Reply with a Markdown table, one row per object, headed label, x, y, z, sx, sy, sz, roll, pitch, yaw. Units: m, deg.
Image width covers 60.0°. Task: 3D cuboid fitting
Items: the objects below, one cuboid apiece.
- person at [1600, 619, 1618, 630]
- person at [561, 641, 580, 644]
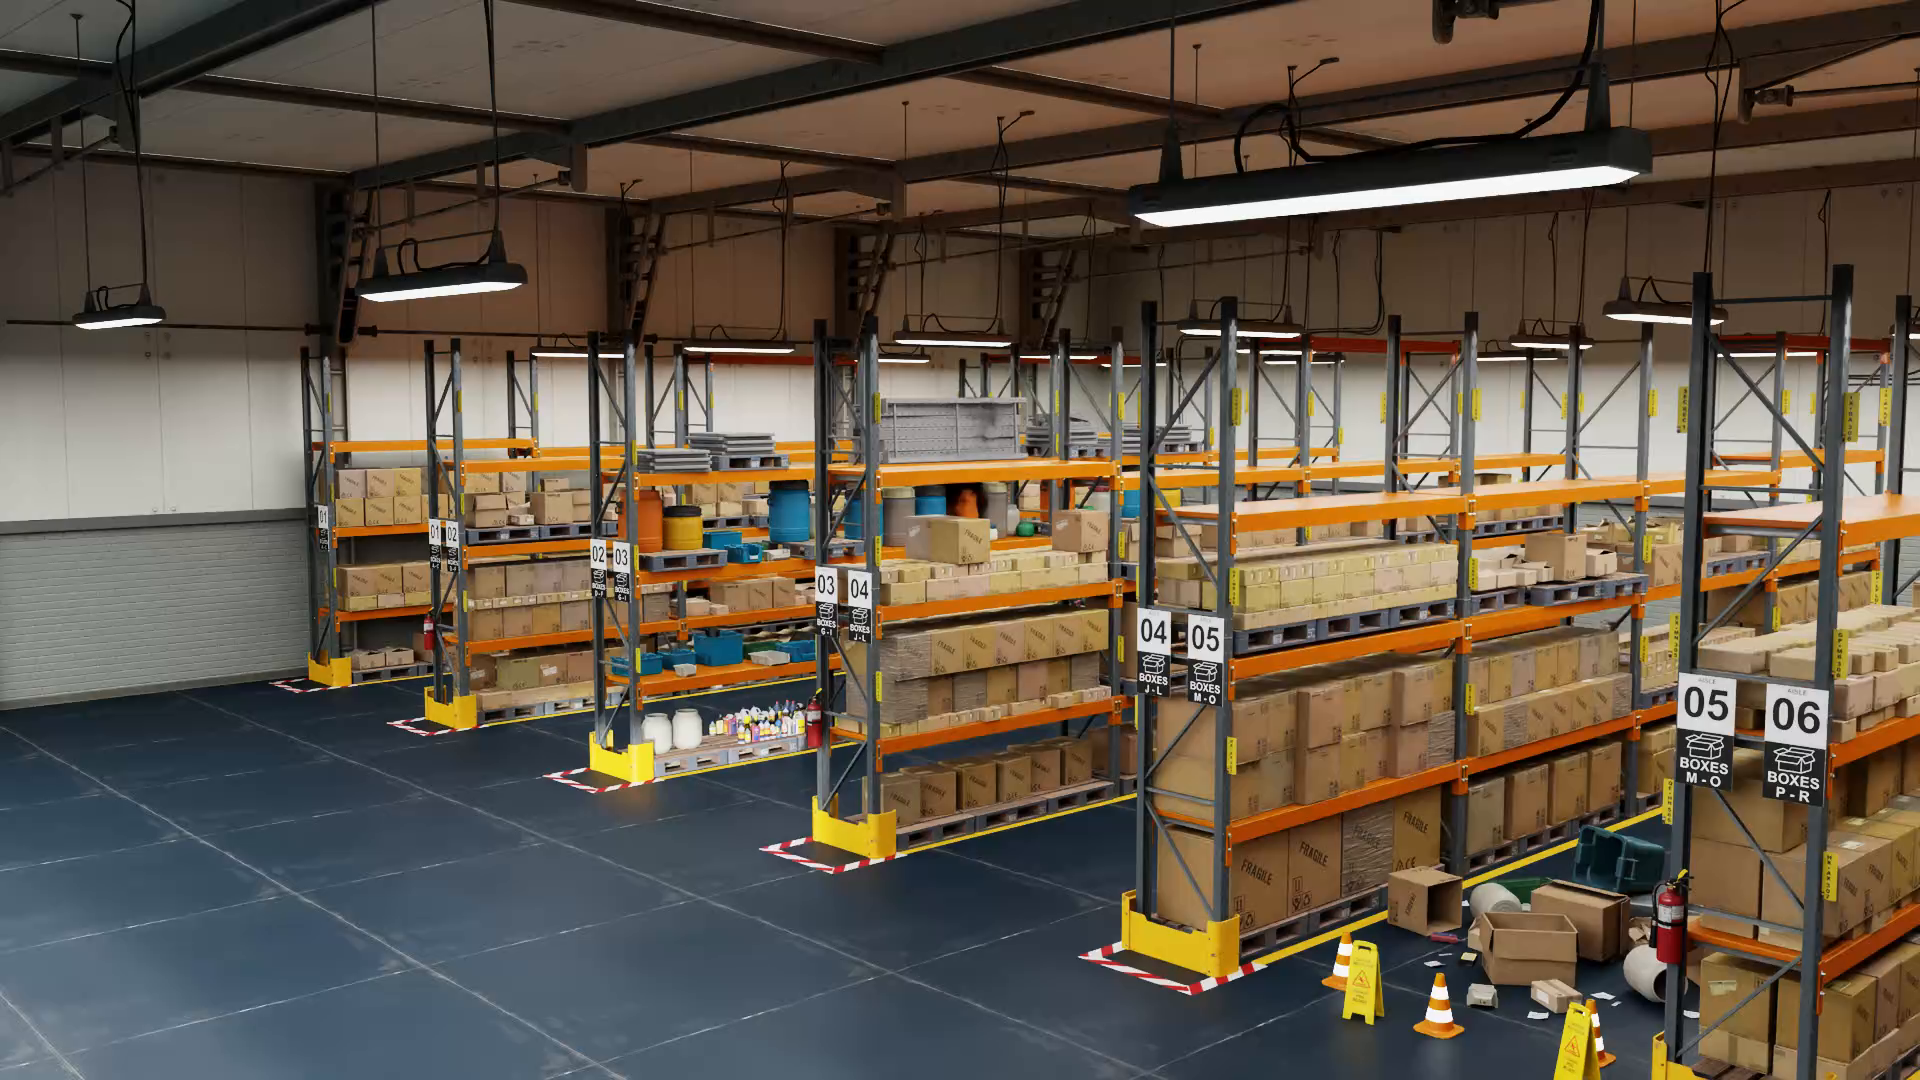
| label | x | y | z | sx | sy | sz | roll | pitch | yaw |
| --- | --- | --- | --- | --- | --- | --- | --- | --- | --- |
| person | 10.125 | 2.066 | 25.948 | 0.606 | 1.677 | 0.617 | -4 | 7 | -40 |
| person | -6.771 | 1.856 | 29.170 | 0.676 | 1.484 | 0.802 | 4 | 7 | 40 |
